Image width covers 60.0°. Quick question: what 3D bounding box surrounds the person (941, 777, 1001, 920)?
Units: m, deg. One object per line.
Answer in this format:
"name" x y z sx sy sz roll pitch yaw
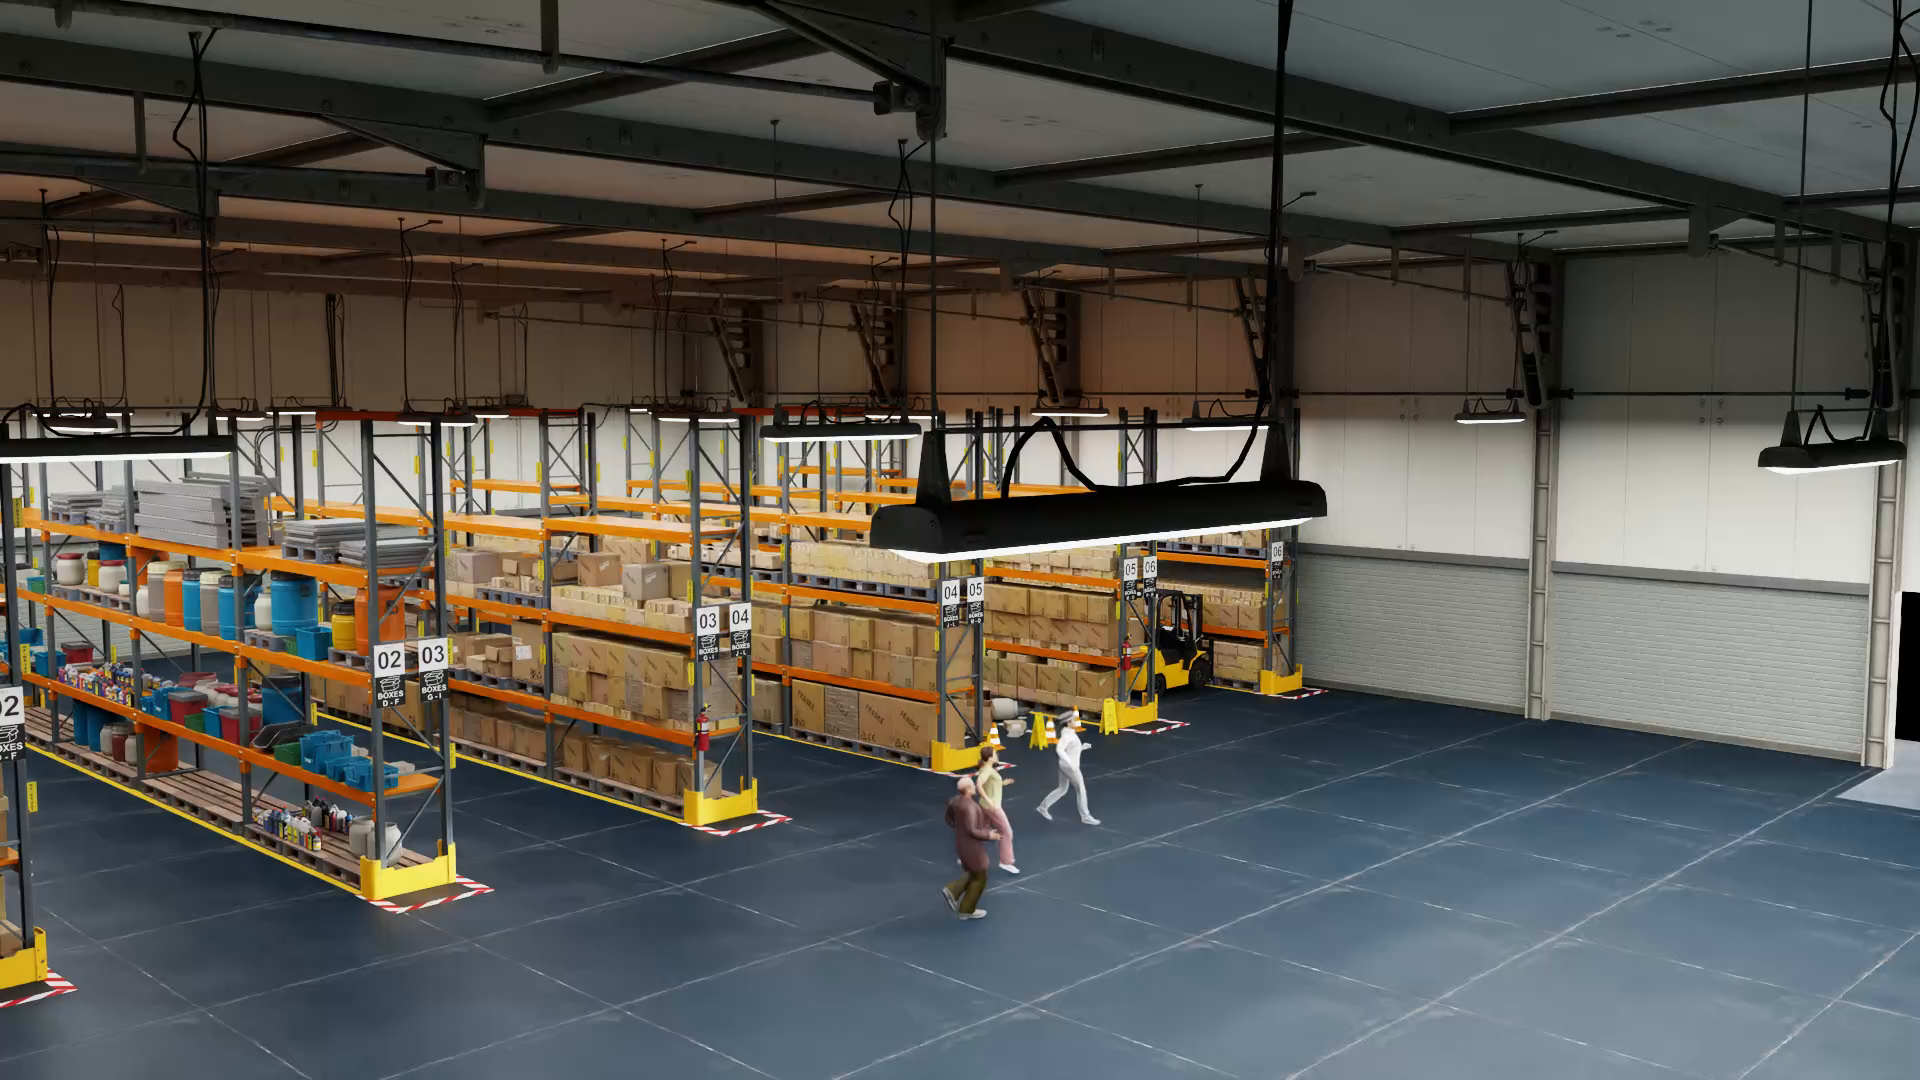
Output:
"person" 0.119 3.694 19.985 0.660 1.727 0.705 -2 5 -21

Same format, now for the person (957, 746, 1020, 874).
"person" 0.372 3.551 21.841 0.830 1.715 0.552 -2 5 -18

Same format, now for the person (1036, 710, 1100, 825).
"person" 1.593 3.317 24.257 0.919 1.679 0.610 -1 5 -9
